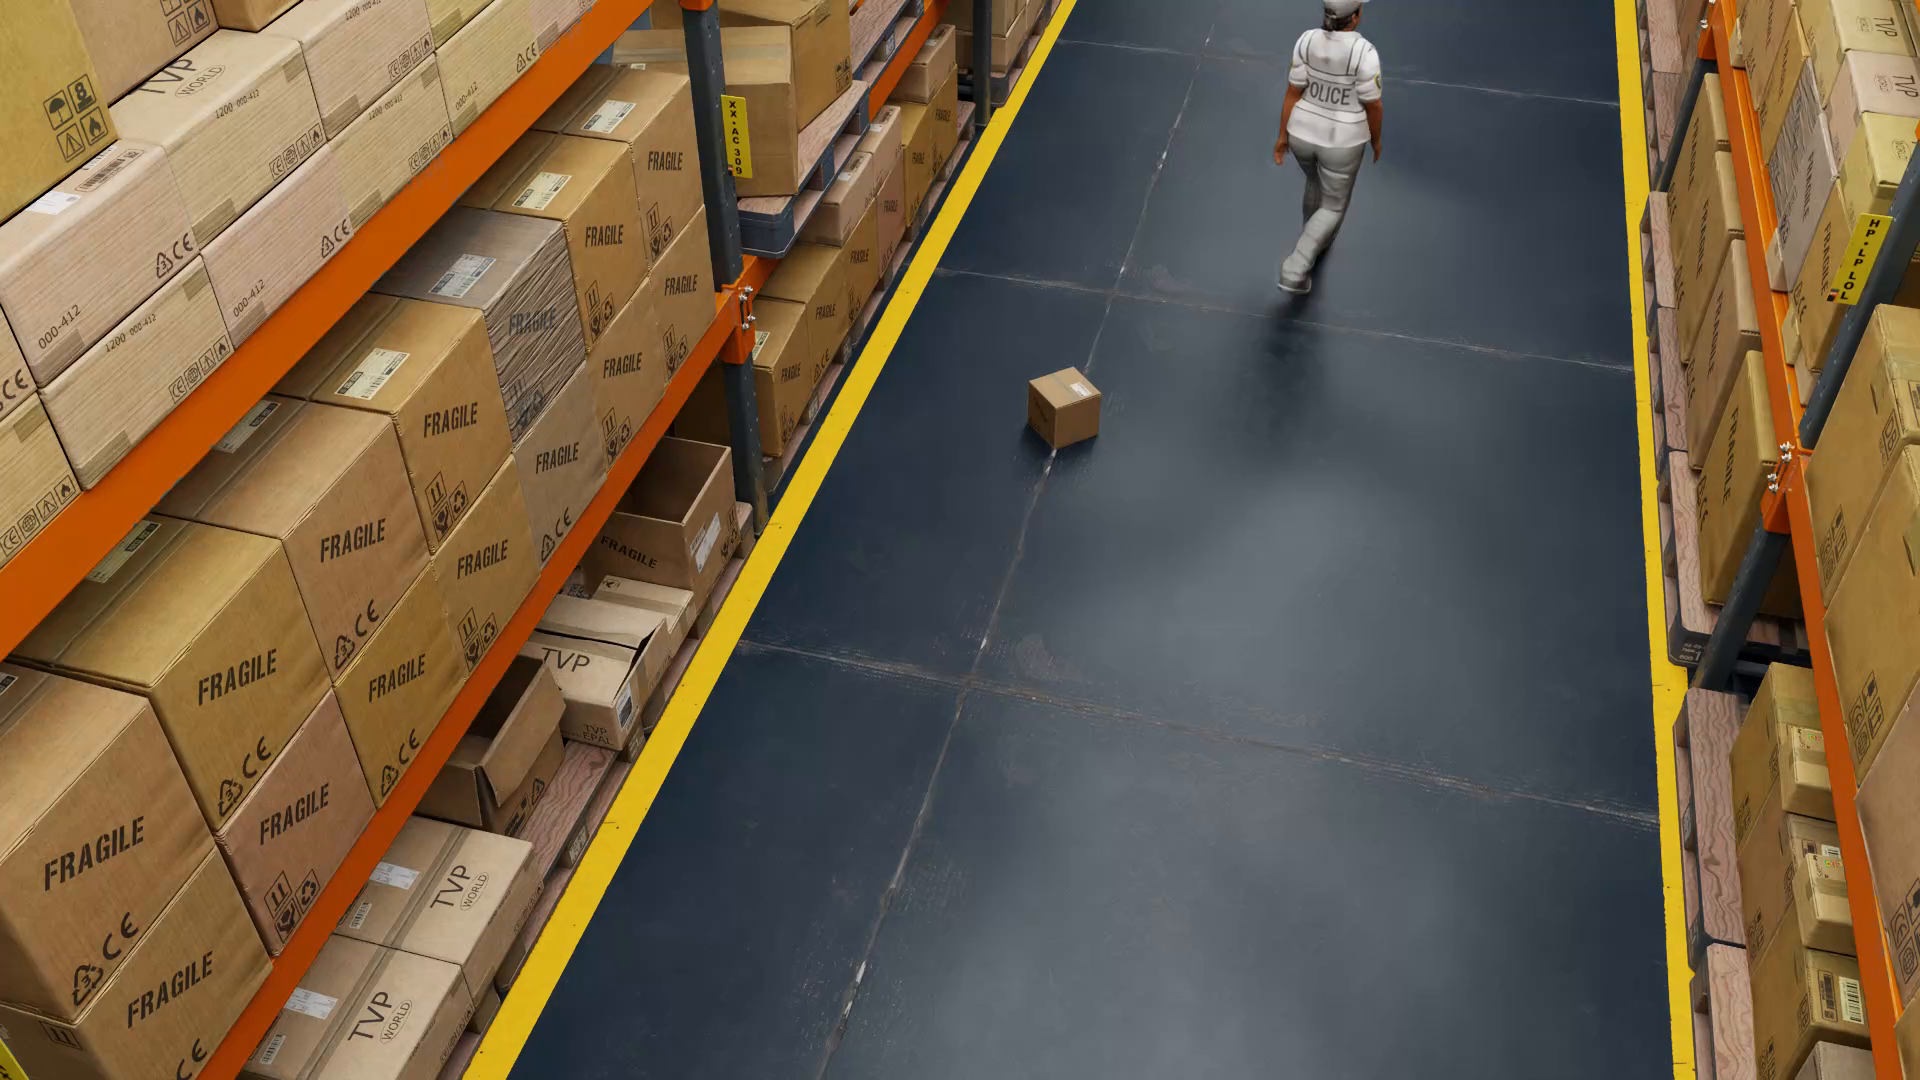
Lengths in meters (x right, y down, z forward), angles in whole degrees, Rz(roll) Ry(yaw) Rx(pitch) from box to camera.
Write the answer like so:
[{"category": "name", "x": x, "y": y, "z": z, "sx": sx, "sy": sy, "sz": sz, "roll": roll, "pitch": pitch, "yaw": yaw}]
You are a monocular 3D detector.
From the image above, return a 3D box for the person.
[{"category": "person", "x": 1.892, "y": -2.067, "z": 8.507, "sx": 0.493, "sy": 1.621, "sz": 0.929, "roll": 29, "pitch": 49, "yaw": 29}]
